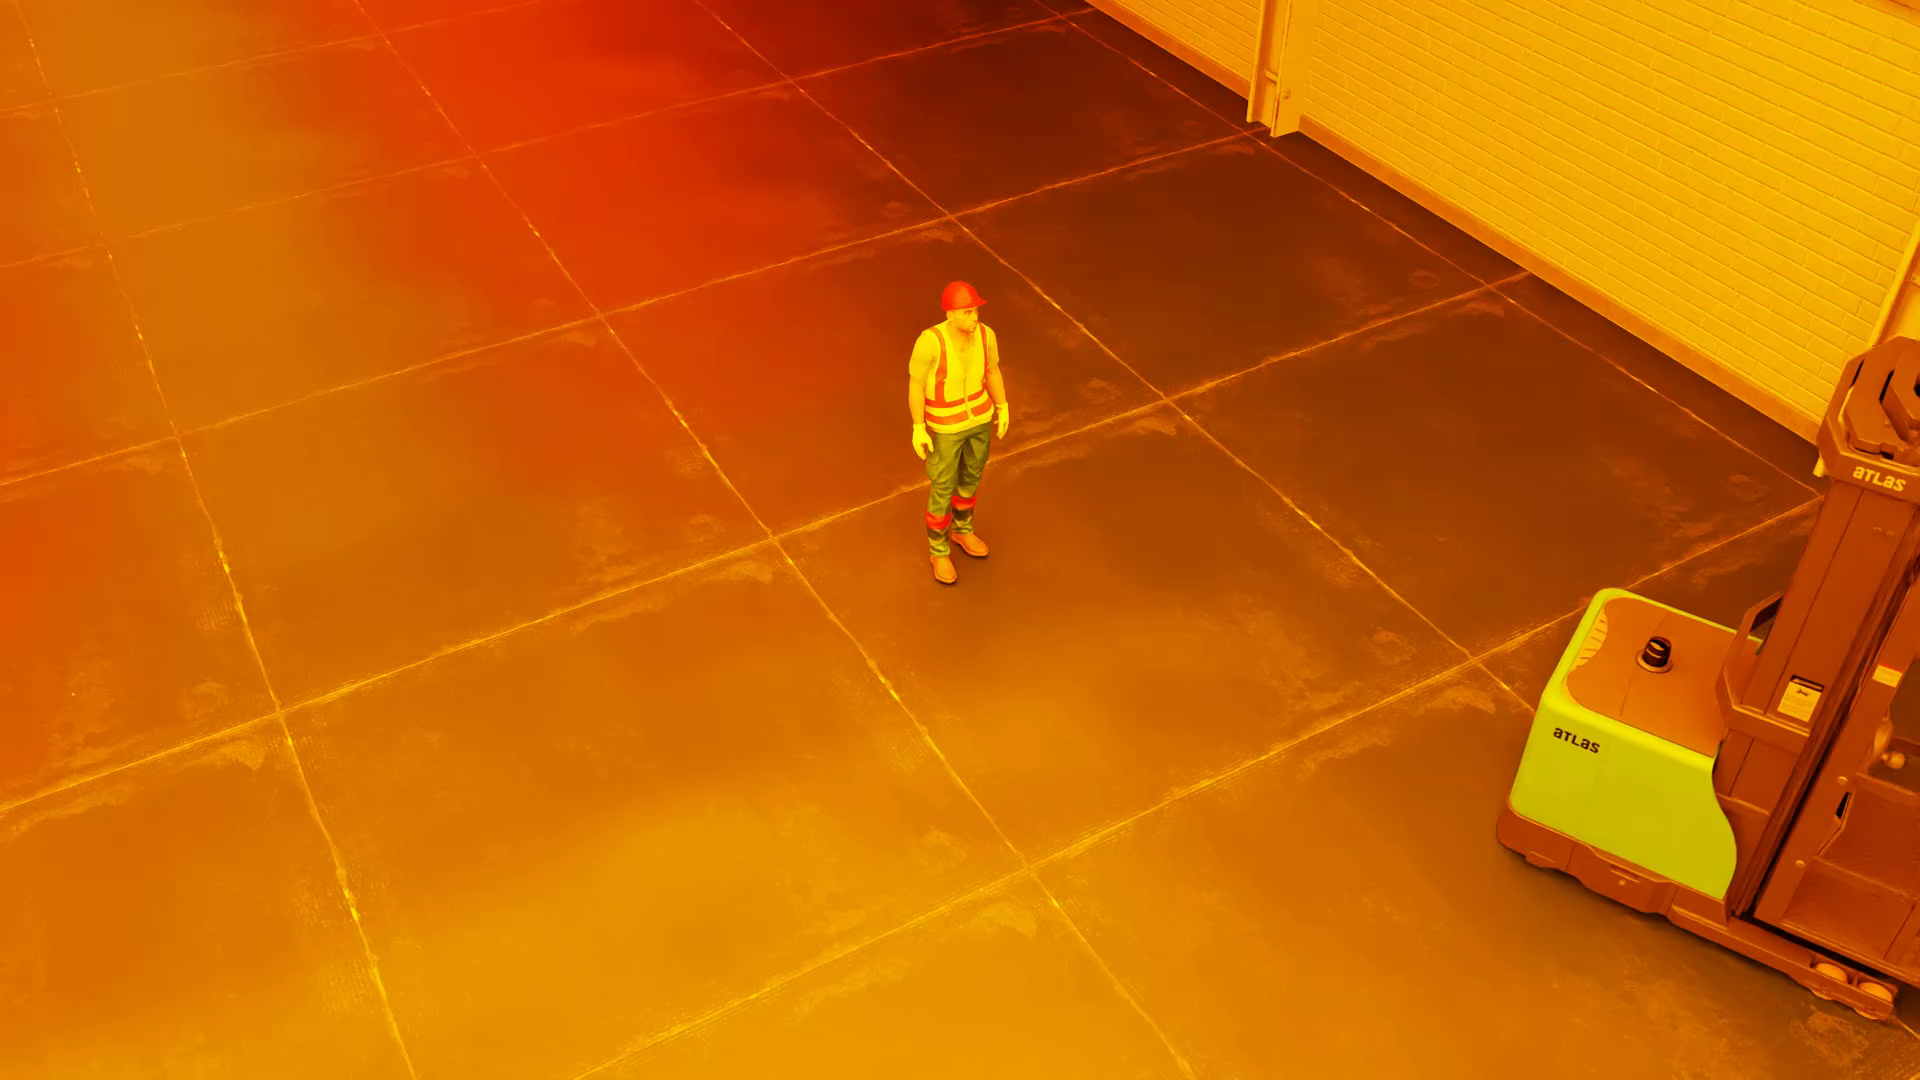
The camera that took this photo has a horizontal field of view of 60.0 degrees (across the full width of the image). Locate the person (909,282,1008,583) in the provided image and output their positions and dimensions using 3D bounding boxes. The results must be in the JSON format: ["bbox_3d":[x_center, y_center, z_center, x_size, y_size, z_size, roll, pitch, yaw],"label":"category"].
[{"bbox_3d":[0.030,-0.646,9.698,0.637,1.790,0.562,-20,44,-23],"label":"person"}]

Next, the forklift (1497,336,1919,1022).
[{"bbox_3d":[4.235,0.688,7.207,3.031,2.935,1.130,23,45,25],"label":"forklift"}]
